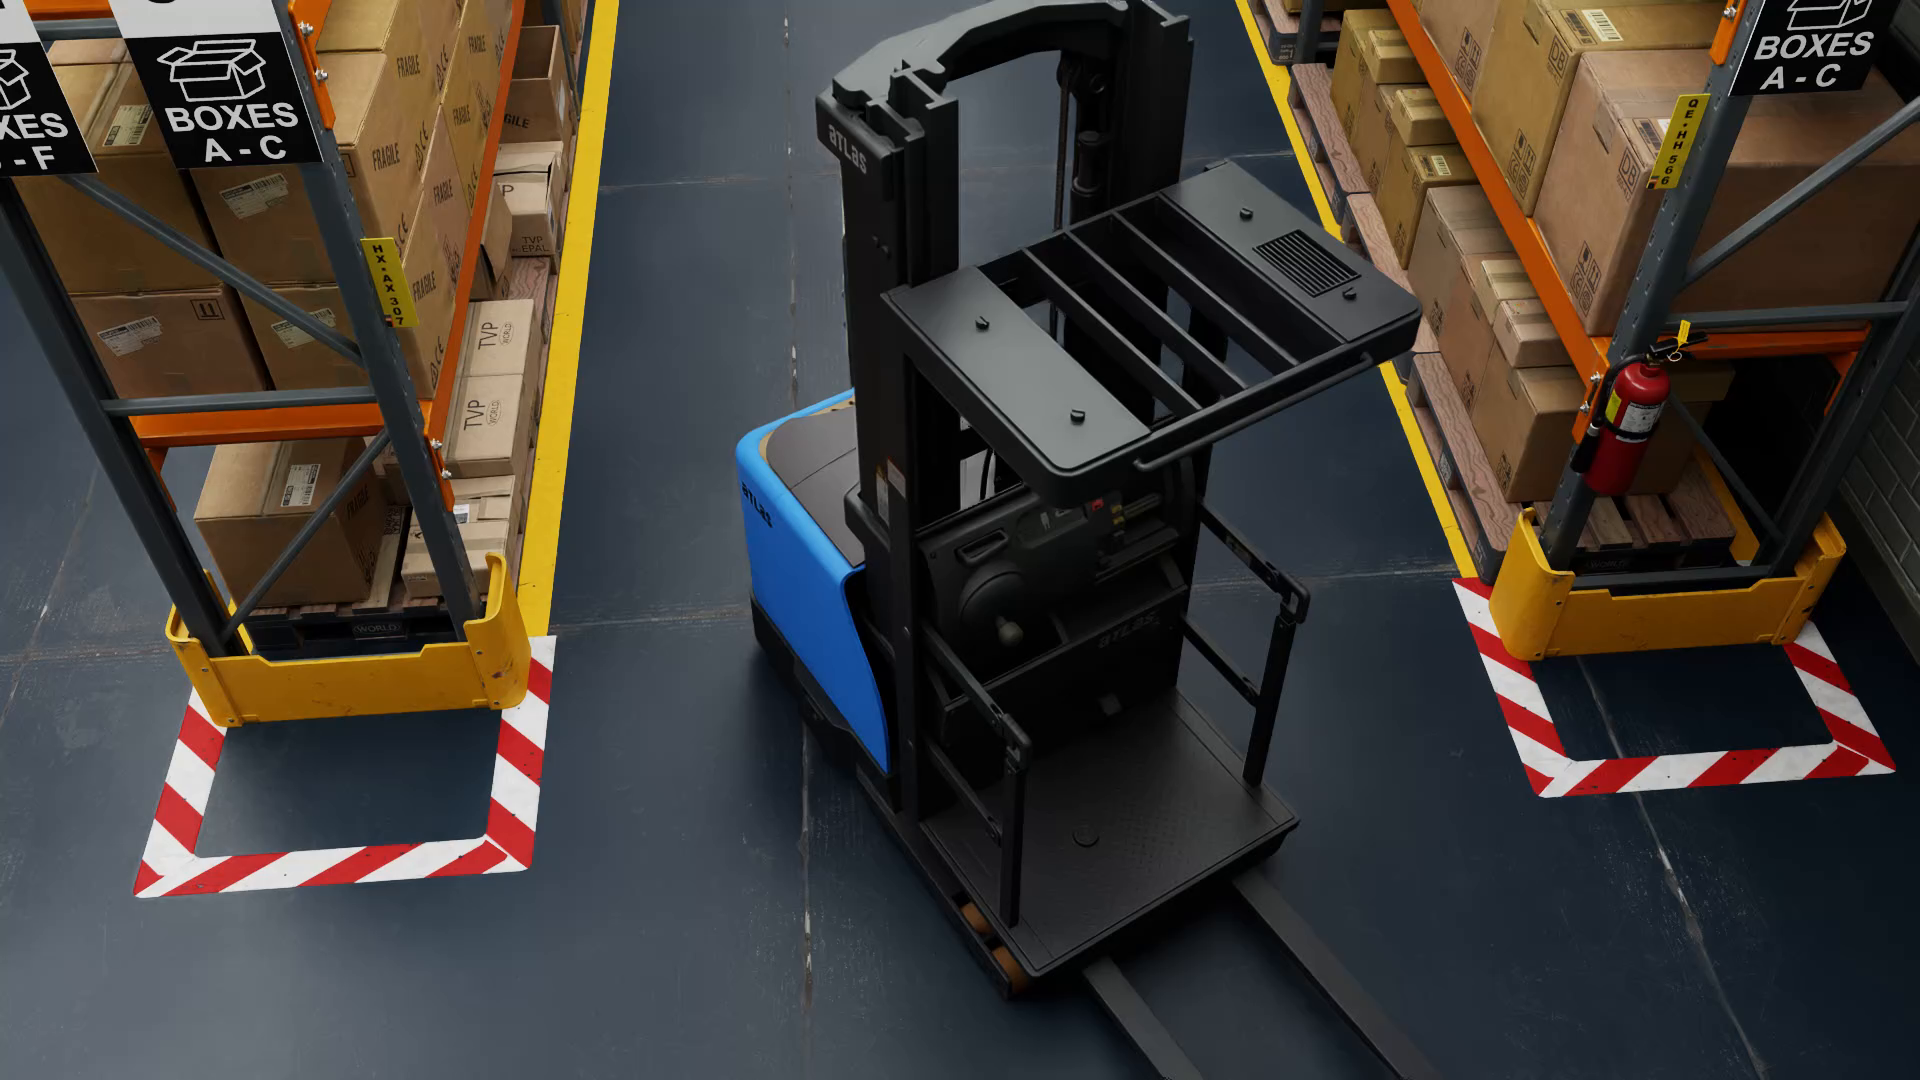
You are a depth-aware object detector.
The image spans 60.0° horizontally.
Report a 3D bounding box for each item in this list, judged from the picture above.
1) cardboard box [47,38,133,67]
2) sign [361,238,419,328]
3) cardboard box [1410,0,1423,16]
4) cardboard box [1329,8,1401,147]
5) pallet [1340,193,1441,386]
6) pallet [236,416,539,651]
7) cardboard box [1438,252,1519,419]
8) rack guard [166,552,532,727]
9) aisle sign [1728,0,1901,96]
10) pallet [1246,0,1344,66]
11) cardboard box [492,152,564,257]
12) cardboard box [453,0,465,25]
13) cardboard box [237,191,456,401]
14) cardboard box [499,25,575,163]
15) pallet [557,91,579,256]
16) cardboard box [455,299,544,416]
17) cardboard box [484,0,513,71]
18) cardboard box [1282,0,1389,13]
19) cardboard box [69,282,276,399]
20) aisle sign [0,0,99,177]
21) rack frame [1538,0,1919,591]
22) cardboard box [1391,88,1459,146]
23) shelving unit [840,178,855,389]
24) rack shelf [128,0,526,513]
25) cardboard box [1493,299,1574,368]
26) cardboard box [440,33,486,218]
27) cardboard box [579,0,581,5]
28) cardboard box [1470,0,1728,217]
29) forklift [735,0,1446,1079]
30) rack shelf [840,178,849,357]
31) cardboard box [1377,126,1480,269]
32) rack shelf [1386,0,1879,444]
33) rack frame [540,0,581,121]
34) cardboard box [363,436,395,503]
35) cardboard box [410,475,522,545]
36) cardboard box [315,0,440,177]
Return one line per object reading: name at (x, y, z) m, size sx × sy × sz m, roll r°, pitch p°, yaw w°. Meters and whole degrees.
cardboard box at (-2.592, -1.481, 5.465) m, size 0.500 × 0.500 × 0.500 m, roll -2°, pitch 47°, yaw -2°
sign at (-1.697, -0.762, 4.946) m, size 0.100 × 0.325 × 0.005 m, roll -3°, pitch 47°, yaw -3°
cardboard box at (2.448, -2.811, 7.276) m, size 0.980 × 0.700 × 0.700 m, roll -5°, pitch 47°, yaw -4°
cardboard box at (2.324, -2.367, 8.495) m, size 0.700 × 0.500 × 0.500 m, roll -3°, pitch 47°, yaw -3°
pallet at (2.455, -1.231, 7.907) m, size 1.003 × 0.211 × 1.213 m, roll -3°, pitch 47°, yaw -3°
pallet at (-2.312, -0.104, 6.840) m, size 1.003 × 0.211 × 1.213 m, roll -3°, pitch 47°, yaw -3°
cardboard box at (2.498, -0.883, 7.089) m, size 0.700 × 0.500 × 0.500 m, roll -4°, pitch 47°, yaw -3°
rack guard at (-2.244, 0.373, 6.189) m, size 1.175 × 0.500 × 0.348 m, roll -3°, pitch 47°, yaw -3°
aisle sign at (2.406, -1.559, 4.507) m, size 0.394 × 0.787 × 0.004 m, roll -3°, pitch 47°, yaw -3°
pallet at (2.224, -3.224, 9.795) m, size 1.003 × 0.211 × 1.213 m, roll -3°, pitch 47°, yaw -3°
cardboard box at (-2.179, -1.615, 7.899) m, size 0.500 × 0.311 × 0.500 m, roll -3°, pitch 47°, yaw -3°
cardboard box at (-2.144, -2.254, 6.198) m, size 0.500 × 0.500 × 0.500 m, roll -4°, pitch 47°, yaw -4°
cardboard box at (-2.012, -0.803, 5.512) m, size 0.500 × 0.500 × 0.500 m, roll -3°, pitch 47°, yaw -2°
cardboard box at (-2.242, -2.222, 8.344) m, size 0.500 × 0.500 × 0.500 m, roll -3°, pitch 47°, yaw -3°
pallet at (-2.516, -1.870, 8.512) m, size 1.003 × 0.211 × 1.213 m, roll -3°, pitch 47°, yaw -3°
cardboard box at (-2.084, -0.772, 7.142) m, size 0.500 × 0.250 × 0.500 m, roll -3°, pitch 47°, yaw -3°
cardboard box at (-2.185, -2.270, 6.901) m, size 0.500 × 0.500 × 0.500 m, roll -3°, pitch 47°, yaw -2°
cardboard box at (2.180, -3.497, 9.324) m, size 0.750 × 0.750 × 0.750 m, roll -3°, pitch 47°, yaw -3°
cardboard box at (-2.546, -0.774, 5.484) m, size 0.500 × 0.500 × 0.500 m, roll -2°, pitch 47°, yaw -2°
aisle sign at (-2.537, -1.258, 4.221) m, size 0.394 × 0.787 × 0.004 m, roll -3°, pitch 47°, yaw -3°
rack frame at (2.699, -0.735, 5.517) m, size 1.000 × 3.000 × 0.127 m, roll -3°, pitch 47°, yaw -3°
cardboard box at (2.215, -1.954, 7.656) m, size 0.380 × 0.149 × 0.250 m, roll -5°, pitch 47°, yaw -4°
shelving unit at (-0.235, -0.812, 6.623) m, size 0.431 × 1.500 × 0.755 m, roll -2°, pitch 47°, yaw -2°
rack shelf at (-2.405, -1.631, 6.861) m, size 1.077 × 0.370 × 4.000 m, roll -3°, pitch 47°, yaw -3°
cardboard box at (2.348, -0.826, 6.588) m, size 0.380 × 0.149 × 0.250 m, roll -4°, pitch 47°, yaw -4°
cardboard box at (-2.099, -1.539, 6.210) m, size 0.500 × 0.500 × 0.500 m, roll -4°, pitch 47°, yaw -3°
cardboard box at (-2.426, -3.367, 9.428) m, size 0.500 × 0.500 × 0.500 m, roll -3°, pitch 47°, yaw -3°
cardboard box at (2.574, -1.733, 6.255) m, size 0.980 × 0.700 × 0.700 m, roll -4°, pitch 47°, yaw -4°
forklift at (0.425, 0.086, 4.787) m, size 1.130 × 2.935 × 3.031 m, roll -25°, pitch 51°, yaw -22°
rack shelf at (-0.235, -1.081, 6.339) m, size 0.431 × 0.370 × 0.720 m, roll -2°, pitch 47°, yaw -2°
cardboard box at (2.404, -1.632, 7.798) m, size 0.700 × 0.500 × 0.500 m, roll -3°, pitch 47°, yaw -2°
rack shelf at (2.531, -1.935, 7.149) m, size 1.077 × 0.370 × 4.000 m, roll -3°, pitch 47°, yaw -3°
rack frame at (-2.572, -3.326, 7.970) m, size 1.000 × 3.000 × 0.127 m, roll -3°, pitch 47°, yaw -3°
cardboard box at (-2.473, -0.286, 6.739) m, size 0.380 × 0.166 × 0.250 m, roll -3°, pitch 47°, yaw -3°
cardboard box at (-1.951, -0.113, 6.576) m, size 0.380 × 0.166 × 0.250 m, roll -3°, pitch 47°, yaw -3°
cardboard box at (-2.063, -1.525, 5.507) m, size 0.500 × 0.500 × 0.500 m, roll -3°, pitch 47°, yaw -3°
